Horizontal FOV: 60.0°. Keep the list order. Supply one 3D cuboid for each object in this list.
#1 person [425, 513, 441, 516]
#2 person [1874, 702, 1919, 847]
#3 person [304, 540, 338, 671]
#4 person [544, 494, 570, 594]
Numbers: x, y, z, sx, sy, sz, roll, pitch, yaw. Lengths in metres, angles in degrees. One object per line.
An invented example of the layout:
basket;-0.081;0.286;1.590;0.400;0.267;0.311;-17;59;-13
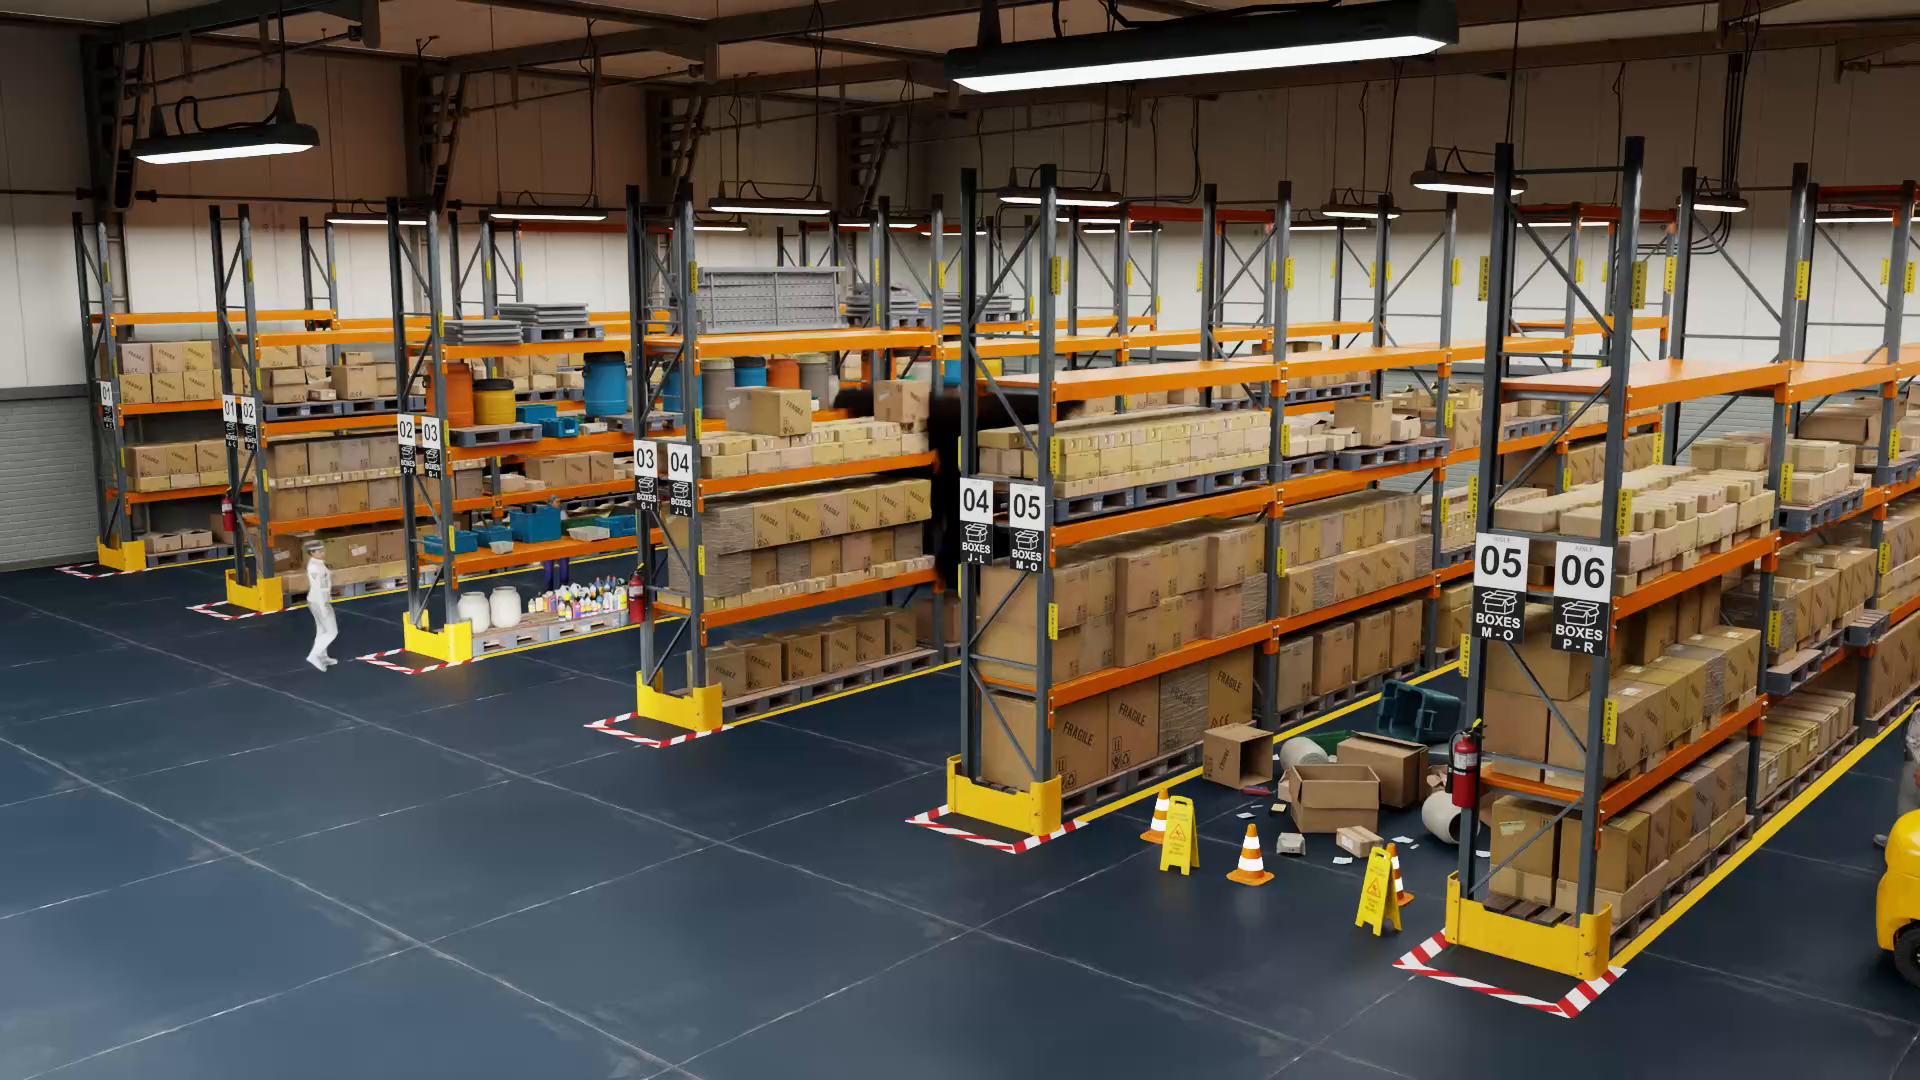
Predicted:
person;-9.414;-0.660;29.902;0.579;1.659;0.710;0;9;-3
person;8.462;1.910;14.524;0.524;1.748;0.686;-1;10;-4
person;-8.171;0.834;21.215;0.416;1.666;0.583;-4;10;-25
person;-6.216;0.145;25.636;0.480;1.693;0.521;-3;10;-20
